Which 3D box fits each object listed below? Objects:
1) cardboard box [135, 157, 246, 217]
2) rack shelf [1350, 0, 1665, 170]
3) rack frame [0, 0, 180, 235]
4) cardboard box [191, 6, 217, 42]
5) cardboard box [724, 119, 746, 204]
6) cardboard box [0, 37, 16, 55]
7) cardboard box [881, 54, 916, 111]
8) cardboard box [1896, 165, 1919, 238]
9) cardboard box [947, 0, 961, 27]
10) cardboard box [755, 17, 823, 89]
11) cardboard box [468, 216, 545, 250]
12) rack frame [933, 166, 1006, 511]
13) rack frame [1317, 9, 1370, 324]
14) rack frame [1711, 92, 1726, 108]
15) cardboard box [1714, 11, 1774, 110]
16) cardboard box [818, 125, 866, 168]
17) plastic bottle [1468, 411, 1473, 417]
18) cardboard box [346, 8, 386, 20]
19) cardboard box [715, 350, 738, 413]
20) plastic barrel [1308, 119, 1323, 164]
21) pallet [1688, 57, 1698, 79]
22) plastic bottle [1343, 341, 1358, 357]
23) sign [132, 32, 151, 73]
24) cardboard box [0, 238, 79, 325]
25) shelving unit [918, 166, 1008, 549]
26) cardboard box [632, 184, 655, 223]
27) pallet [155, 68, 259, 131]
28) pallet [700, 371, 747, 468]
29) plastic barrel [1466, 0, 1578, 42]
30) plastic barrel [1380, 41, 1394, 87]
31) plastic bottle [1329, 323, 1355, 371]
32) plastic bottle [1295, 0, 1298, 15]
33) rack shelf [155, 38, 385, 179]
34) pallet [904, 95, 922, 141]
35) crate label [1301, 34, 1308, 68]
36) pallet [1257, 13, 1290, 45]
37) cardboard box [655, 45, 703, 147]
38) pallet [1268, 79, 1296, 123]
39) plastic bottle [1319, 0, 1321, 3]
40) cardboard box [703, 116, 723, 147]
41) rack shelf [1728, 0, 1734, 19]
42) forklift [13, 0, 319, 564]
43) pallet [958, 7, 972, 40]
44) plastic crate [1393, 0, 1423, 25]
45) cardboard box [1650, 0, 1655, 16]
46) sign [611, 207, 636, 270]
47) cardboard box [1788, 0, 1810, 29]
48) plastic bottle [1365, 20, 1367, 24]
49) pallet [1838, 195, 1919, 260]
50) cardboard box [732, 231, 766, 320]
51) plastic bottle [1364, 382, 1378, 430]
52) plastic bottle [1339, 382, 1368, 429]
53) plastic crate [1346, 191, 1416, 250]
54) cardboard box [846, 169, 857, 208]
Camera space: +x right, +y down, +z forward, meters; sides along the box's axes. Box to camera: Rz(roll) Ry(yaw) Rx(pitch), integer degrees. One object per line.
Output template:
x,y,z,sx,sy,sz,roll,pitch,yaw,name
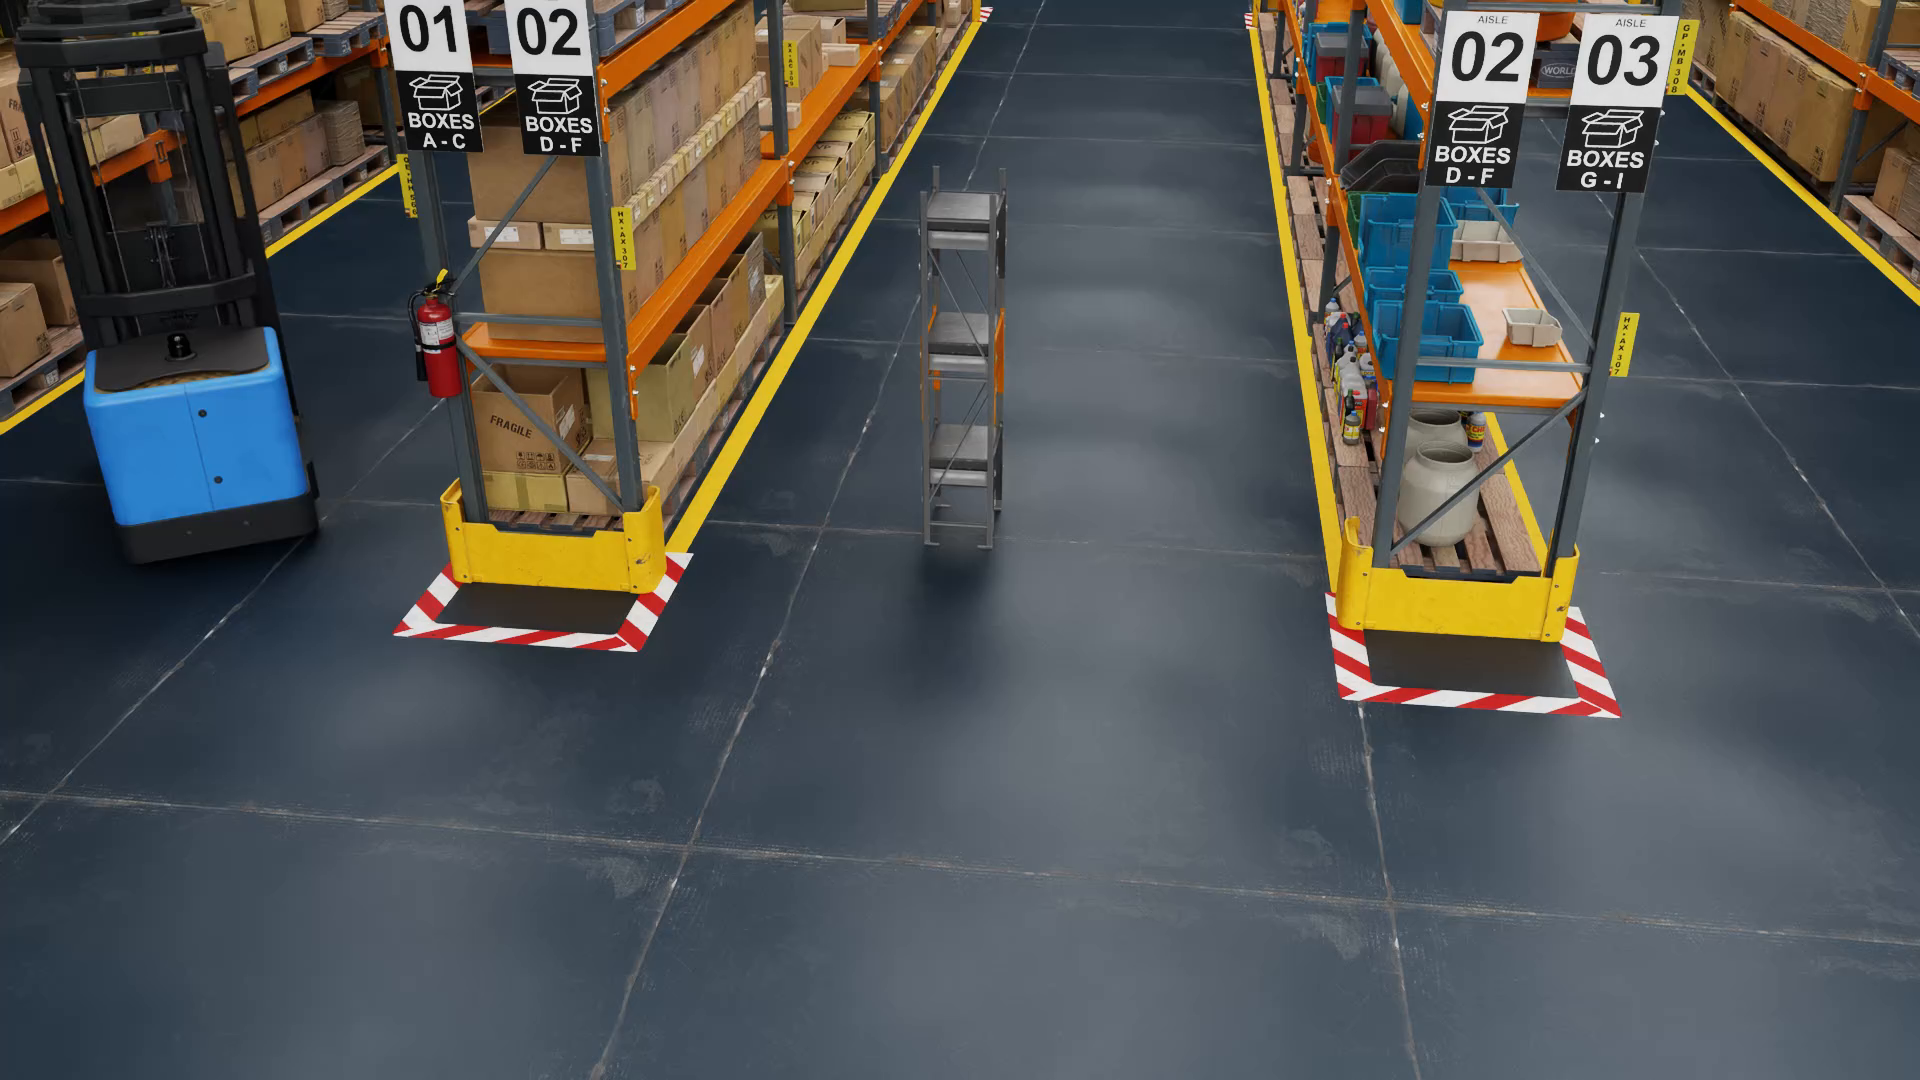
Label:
-6.594,-3.002,14.331,0.700,0.500,0.500,3,28,5,cardboard box
2.906,-2.802,9.384,1.077,0.370,4.000,3,28,6,rack shelf
-6.682,-3.315,12.741,1.000,3.000,0.127,3,28,6,rack frame
-6.510,-4.053,13.541,0.700,0.500,0.500,6,29,11,cardboard box
-1.871,-2.615,11.336,0.700,0.500,0.500,3,28,6,cardboard box
-6.946,-3.379,12.206,0.500,0.500,0.500,3,28,5,cardboard box
-0.751,-4.931,17.912,0.500,0.500,0.500,2,28,4,cardboard box
8.439,-2.849,14.048,0.700,0.500,0.500,1,28,2,cardboard box
-0.263,-6.945,21.914,0.500,0.250,0.500,3,28,6,cardboard box
-1.464,-4.165,14.213,0.500,0.500,0.500,2,28,3,cardboard box
-2.397,-1.667,8.892,0.380,0.149,0.250,3,28,5,cardboard box
0.050,-1.117,9.610,0.400,2.100,0.015,3,28,6,rack frame
3.151,-2.739,11.672,1.000,3.000,0.127,3,28,6,rack frame
9.047,-6.217,18.128,1.000,3.000,0.127,3,28,6,rack frame
8.988,-5.164,17.971,1.225,0.875,0.875,3,29,6,cardboard box
-1.152,-3.627,15.185,0.500,0.311,0.500,3,28,5,cardboard box
3.238,-0.795,10.464,0.061,0.283,0.133,4,29,7,plastic bottle
-5.921,-5.238,16.553,0.380,0.149,0.250,3,28,5,cardboard box
-1.783,-1.066,11.022,0.500,0.250,0.500,3,28,6,cardboard box
3.684,-4.083,16.012,0.600,0.830,0.708,3,28,6,plastic barrel
9.365,-5.919,20.514,1.003,0.211,1.213,3,28,6,pallet
2.636,-1.216,11.257,0.097,0.271,0.097,0,28,0,plastic bottle
-6.142,-3.668,12.484,0.100,0.325,0.005,3,28,6,sign
-6.769,-1.917,12.318,0.500,0.500,0.500,1,28,2,cardboard box
0.020,-1.002,9.397,0.431,2.100,0.503,3,28,6,shelving unit
-1.931,-1.890,9.306,0.380,0.149,0.250,3,29,6,cardboard box
-6.444,-3.582,13.438,1.003,0.211,1.213,3,28,6,pallet
-2.051,-0.854,11.112,1.003,0.211,1.213,3,28,6,pallet
2.594,-2.787,7.703,0.600,0.830,0.708,3,28,6,plastic barrel
3.629,-3.786,13.471,0.433,0.535,0.433,0,28,0,plastic barrel
2.617,-1.322,11.371,0.144,0.351,0.185,2,28,4,plastic bottle
3.446,-5.474,16.871,0.061,0.283,0.133,3,28,6,plastic bottle
-6.437,-3.940,14.659,1.077,0.370,4.000,3,28,6,rack shelf
-0.994,-4.606,18.077,1.003,0.211,1.213,3,28,6,pallet
3.217,-4.372,14.879,0.303,0.233,0.416,3,28,6,crate label
4.482,-6.774,22.102,1.003,0.211,1.213,3,28,6,pallet
-1.997,-2.726,10.174,0.700,0.500,0.500,3,28,6,cardboard box
3.995,-4.917,18.654,1.003,0.211,1.213,3,28,6,pallet
3.734,-5.810,17.503,0.152,0.276,0.135,3,28,6,plastic bottle
-1.743,-2.621,10.662,0.380,0.149,0.250,4,29,8,cardboard box
9.292,-6.842,20.046,1.077,0.370,4.000,3,28,6,rack shelf
-4.811,-1.832,10.060,1.130,2.935,3.031,-12,30,-21,forklift
-0.400,-7.039,22.593,1.003,0.211,1.213,3,28,6,pallet
2.596,-3.085,9.168,0.392,0.384,0.575,3,28,6,plastic crate
9.538,-7.044,21.459,0.875,0.875,0.875,3,28,6,cardboard box
-1.705,-1.527,8.426,0.100,0.325,0.005,3,28,6,sign
8.562,-5.344,16.401,0.500,0.500,0.500,4,29,7,cardboard box
3.864,-4.761,15.556,0.152,0.276,0.135,3,28,6,plastic bottle
8.459,-2.739,14.612,1.003,0.211,1.213,3,28,6,pallet
-1.677,-1.868,11.720,0.500,0.500,0.500,3,28,6,cardboard box
2.614,-0.855,10.575,0.061,0.283,0.133,3,28,6,plastic bottle
2.509,-0.858,10.588,0.152,0.276,0.135,4,29,7,plastic bottle
2.704,-2.024,10.567,0.450,0.188,0.662,3,28,6,plastic crate
-1.221,-3.145,14.881,0.500,0.250,0.500,4,29,7,cardboard box
